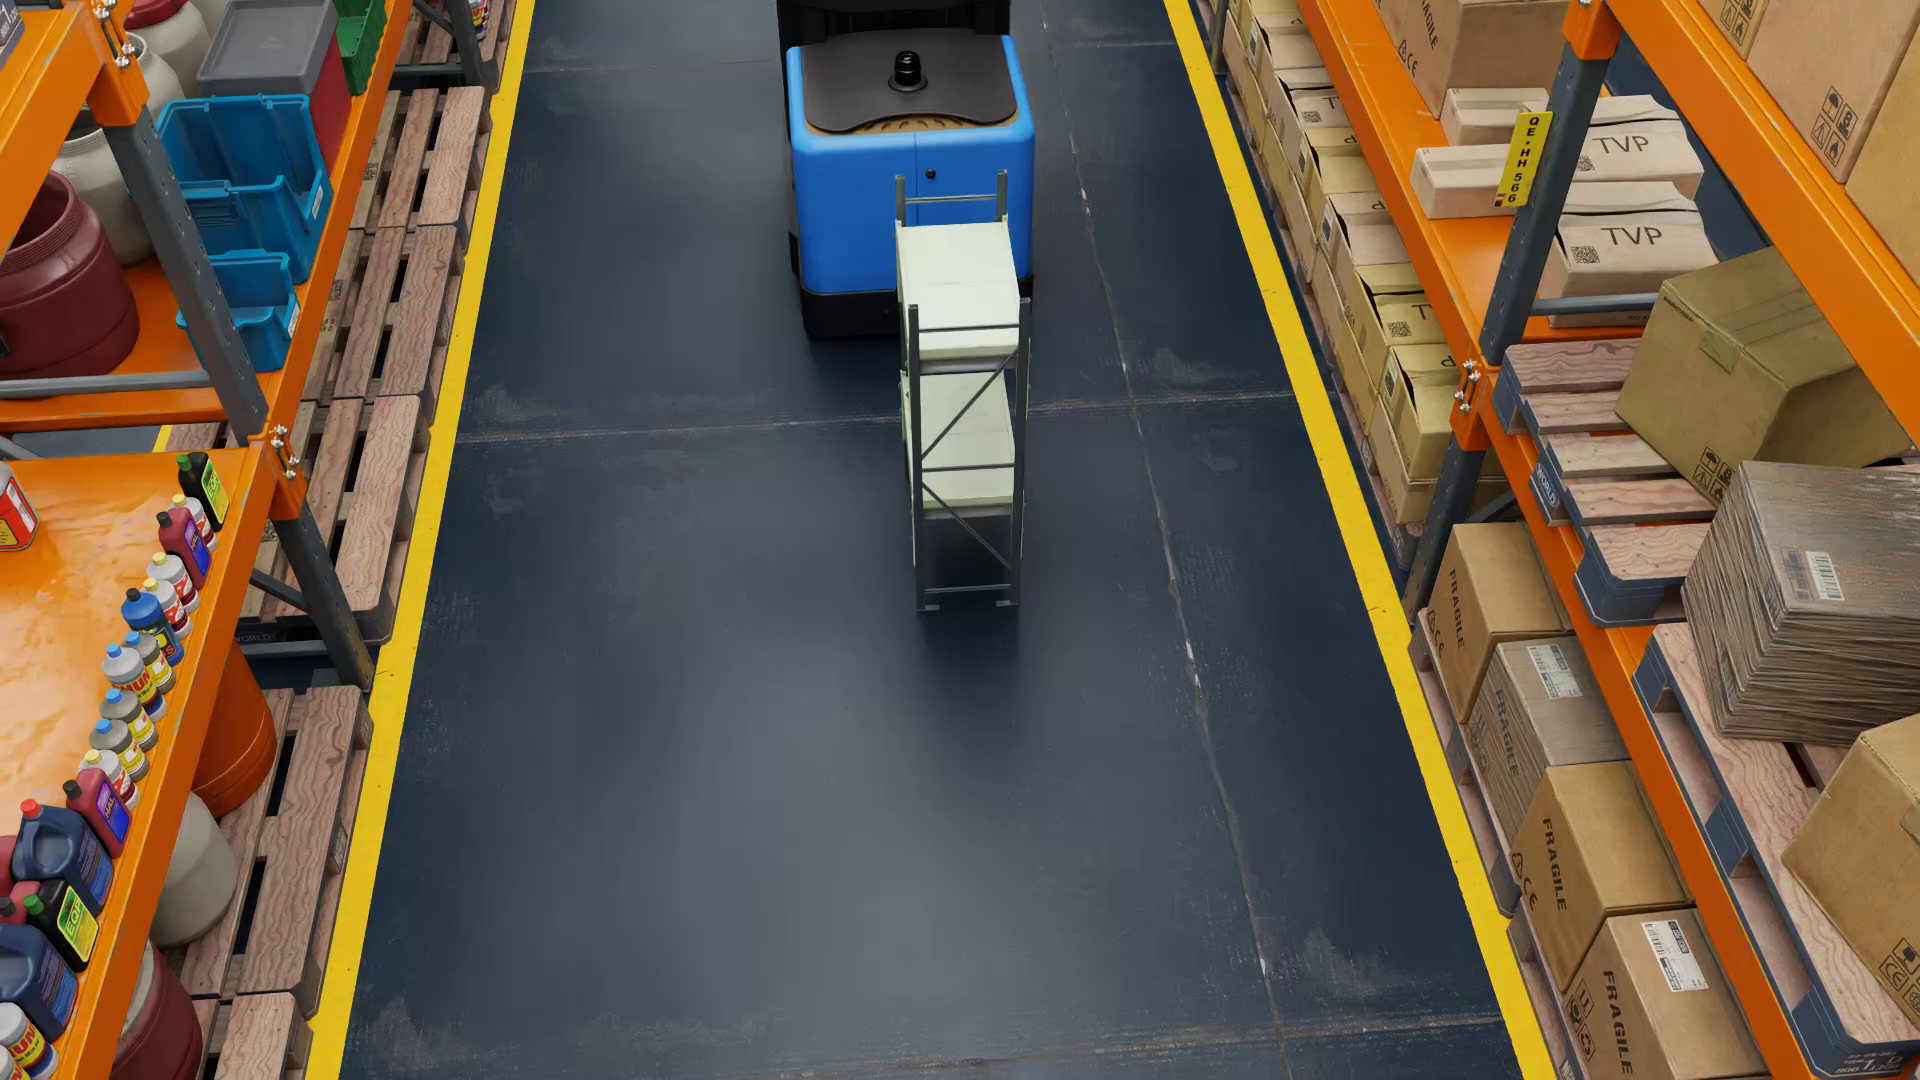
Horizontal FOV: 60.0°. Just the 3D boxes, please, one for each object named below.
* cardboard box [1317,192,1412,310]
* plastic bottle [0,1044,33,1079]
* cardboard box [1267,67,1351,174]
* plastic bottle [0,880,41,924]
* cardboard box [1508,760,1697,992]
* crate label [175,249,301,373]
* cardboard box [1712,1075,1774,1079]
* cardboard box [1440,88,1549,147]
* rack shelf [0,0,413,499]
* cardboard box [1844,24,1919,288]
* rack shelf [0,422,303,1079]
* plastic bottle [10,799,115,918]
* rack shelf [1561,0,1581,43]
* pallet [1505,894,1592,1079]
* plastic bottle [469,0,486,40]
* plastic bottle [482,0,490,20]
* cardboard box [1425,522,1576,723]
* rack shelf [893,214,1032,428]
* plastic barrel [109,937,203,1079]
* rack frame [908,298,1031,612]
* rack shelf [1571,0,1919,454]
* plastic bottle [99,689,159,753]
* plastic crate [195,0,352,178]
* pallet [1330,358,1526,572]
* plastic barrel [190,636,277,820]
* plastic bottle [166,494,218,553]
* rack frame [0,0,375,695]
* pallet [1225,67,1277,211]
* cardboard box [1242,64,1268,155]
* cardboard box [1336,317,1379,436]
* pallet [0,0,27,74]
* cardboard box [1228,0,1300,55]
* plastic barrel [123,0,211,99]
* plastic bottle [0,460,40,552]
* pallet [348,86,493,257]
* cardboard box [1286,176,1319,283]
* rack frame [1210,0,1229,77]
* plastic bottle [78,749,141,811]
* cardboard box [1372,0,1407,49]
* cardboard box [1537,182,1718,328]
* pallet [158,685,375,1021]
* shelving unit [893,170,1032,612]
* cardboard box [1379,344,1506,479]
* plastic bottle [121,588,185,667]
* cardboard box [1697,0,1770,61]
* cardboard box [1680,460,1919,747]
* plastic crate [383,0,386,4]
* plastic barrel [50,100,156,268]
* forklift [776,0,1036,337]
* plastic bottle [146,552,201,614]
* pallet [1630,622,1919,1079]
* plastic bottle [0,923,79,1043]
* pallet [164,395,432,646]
[{"bbox_3d":[1.852,-1.267,7.102,0.500,0.311,0.500,-4,47,-4],"label":"cardboard box"},{"bbox_3d":[-2.109,1.186,3.650,0.097,0.271,0.097,0,47,0],"label":"plastic bottle"},{"bbox_3d":[1.764,-2.005,7.801,0.500,0.311,0.500,-5,47,-5],"label":"cardboard box"},{"bbox_3d":[-2.185,0.896,3.916,0.061,0.283,0.133,-3,47,-3],"label":"plastic bottle"},{"bbox_3d":[2.071,1.027,5.130,0.500,0.500,0.500,-4,47,-4],"label":"cardboard box"},{"bbox_3d":[-2.367,-0.741,5.502,0.303,0.233,0.416,-3,47,-3],"label":"crate label"},{"bbox_3d":[2.164,1.772,4.425,0.500,0.500,0.500,-3,47,-3],"label":"cardboard box"},{"bbox_3d":[2.068,-1.603,6.375,0.380,0.149,0.250,0,47,0],"label":"cardboard box"},{"bbox_3d":[-2.873,-1.671,6.762,1.077,0.370,4.000,-3,47,-3],"label":"rack shelf"},{"bbox_3d":[2.387,-0.777,3.285,0.910,0.500,0.500,-3,47,-3],"label":"cardboard box"},{"bbox_3d":[-2.538,1.223,4.021,1.077,0.370,4.000,-3,47,-3],"label":"rack shelf"},{"bbox_3d":[-2.179,0.757,4.001,0.144,0.351,0.185,-3,47,-3],"label":"plastic bottle"},{"bbox_3d":[2.064,-3.001,5.956,1.077,0.370,4.000,-3,47,-3],"label":"rack shelf"},{"bbox_3d":[2.355,1.612,5.078,1.003,0.211,1.213,-3,47,-3],"label":"pallet"},{"bbox_3d":[-2.630,-2.836,8.946,0.097,0.271,0.097,0,47,0],"label":"plastic bottle"},{"bbox_3d":[-2.647,-2.959,9.111,0.097,0.201,0.097,0,47,0],"label":"plastic bottle"},{"bbox_3d":[1.984,0.285,5.833,0.500,0.500,0.500,-2,47,-2],"label":"cardboard box"},{"bbox_3d":[-0.001,-0.789,5.927,0.431,0.370,0.720,-3,47,-3],"label":"rack shelf"},{"bbox_3d":[-2.553,1.383,4.746,0.600,0.588,0.708,-3,47,-3],"label":"plastic barrel"},{"bbox_3d":[0.030,-0.256,5.959,0.400,1.500,0.023,-3,47,-3],"label":"rack frame"},{"bbox_3d":[2.399,-0.107,3.215,1.077,0.370,4.000,-3,47,-3],"label":"rack shelf"},{"bbox_3d":[-2.195,0.467,4.378,0.097,0.201,0.097,0,47,0],"label":"plastic bottle"},{"bbox_3d":[-2.536,-1.681,6.232,0.402,0.464,0.583,-3,47,-3],"label":"plastic crate"},{"bbox_3d":[2.201,-0.409,6.992,1.003,0.211,1.213,-3,47,-3],"label":"pallet"},{"bbox_3d":[-2.647,0.483,5.432,0.600,0.830,0.708,-3,47,-3],"label":"plastic barrel"},{"bbox_3d":[-2.255,-0.052,4.870,0.097,0.201,0.097,0,47,0],"label":"plastic bottle"},{"bbox_3d":[-2.705,-0.471,5.131,1.000,3.000,0.127,-3,47,-3],"label":"rack frame"},{"bbox_3d":[1.997,-2.174,8.664,1.003,0.211,1.213,-3,47,-3],"label":"pallet"},{"bbox_3d":[1.725,-2.186,8.359,0.500,0.250,0.500,-2,47,-2],"label":"cardboard box"},{"bbox_3d":[1.897,-0.707,6.958,0.500,0.250,0.500,-4,47,-4],"label":"cardboard box"},{"bbox_3d":[-2.739,-0.879,3.580,1.003,0.211,1.213,-3,47,-3],"label":"pallet"},{"bbox_3d":[1.683,-2.741,8.499,0.500,0.311,0.500,-3,47,-3],"label":"cardboard box"},{"bbox_3d":[-3.081,-1.863,6.355,0.433,0.535,0.433,0,47,0],"label":"plastic barrel"},{"bbox_3d":[-2.840,-0.105,4.869,0.152,0.276,0.135,-3,47,-3],"label":"plastic bottle"},{"bbox_3d":[-2.936,-1.841,8.348,1.003,0.211,1.213,-3,47,-3],"label":"pallet"},{"bbox_3d":[1.812,-1.443,7.655,0.500,0.250,0.500,-3,47,-3],"label":"cardboard box"},{"bbox_3d":[1.896,-3.664,8.154,1.000,3.000,0.127,-3,47,-3],"label":"rack frame"},{"bbox_3d":[-2.178,0.608,4.245,0.097,0.201,0.097,0,47,0],"label":"plastic bottle"},{"bbox_3d":[2.030,-2.398,6.886,0.500,0.500,0.500,-3,47,-3],"label":"cardboard box"},{"bbox_3d":[2.244,-1.005,5.697,0.500,0.311,0.500,-1,47,-1],"label":"cardboard box"},{"bbox_3d":[-2.598,1.055,5.605,1.003,0.211,1.213,-3,47,-3],"label":"pallet"},{"bbox_3d":[-0.001,-0.521,6.210,0.431,1.500,0.755,-3,47,-3],"label":"shelving unit"},{"bbox_3d":[1.942,-0.526,6.400,0.500,0.311,0.500,-2,47,-2],"label":"cardboard box"},{"bbox_3d":[-2.219,0.232,4.553,0.097,0.271,0.097,0,47,0],"label":"plastic bottle"},{"bbox_3d":[2.301,-1.522,3.991,0.910,0.500,0.500,-3,47,-3],"label":"cardboard box"},{"bbox_3d":[2.282,0.174,4.162,0.700,0.500,0.500,4,47,4],"label":"cardboard box"},{"bbox_3d":[-2.638,-2.581,7.139,0.392,0.384,0.575,-3,47,-3],"label":"plastic crate"},{"bbox_3d":[-3.004,-1.241,5.783,0.421,0.512,0.421,0,47,0],"label":"plastic barrel"},{"bbox_3d":[-0.336,-3.000,7.572,1.130,2.935,3.031,-4,47,-4],"label":"forklift"},{"bbox_3d":[-2.235,0.115,4.712,0.097,0.201,0.097,0,47,0],"label":"plastic bottle"},{"bbox_3d":[2.398,0.703,4.151,1.003,0.211,1.213,-3,47,-3],"label":"pallet"},{"bbox_3d":[-2.152,0.987,3.783,0.144,0.351,0.185,-3,47,-3],"label":"plastic bottle"},{"bbox_3d":[-2.731,-0.075,6.676,1.003,0.211,1.213,-3,47,-3],"label":"pallet"}]
